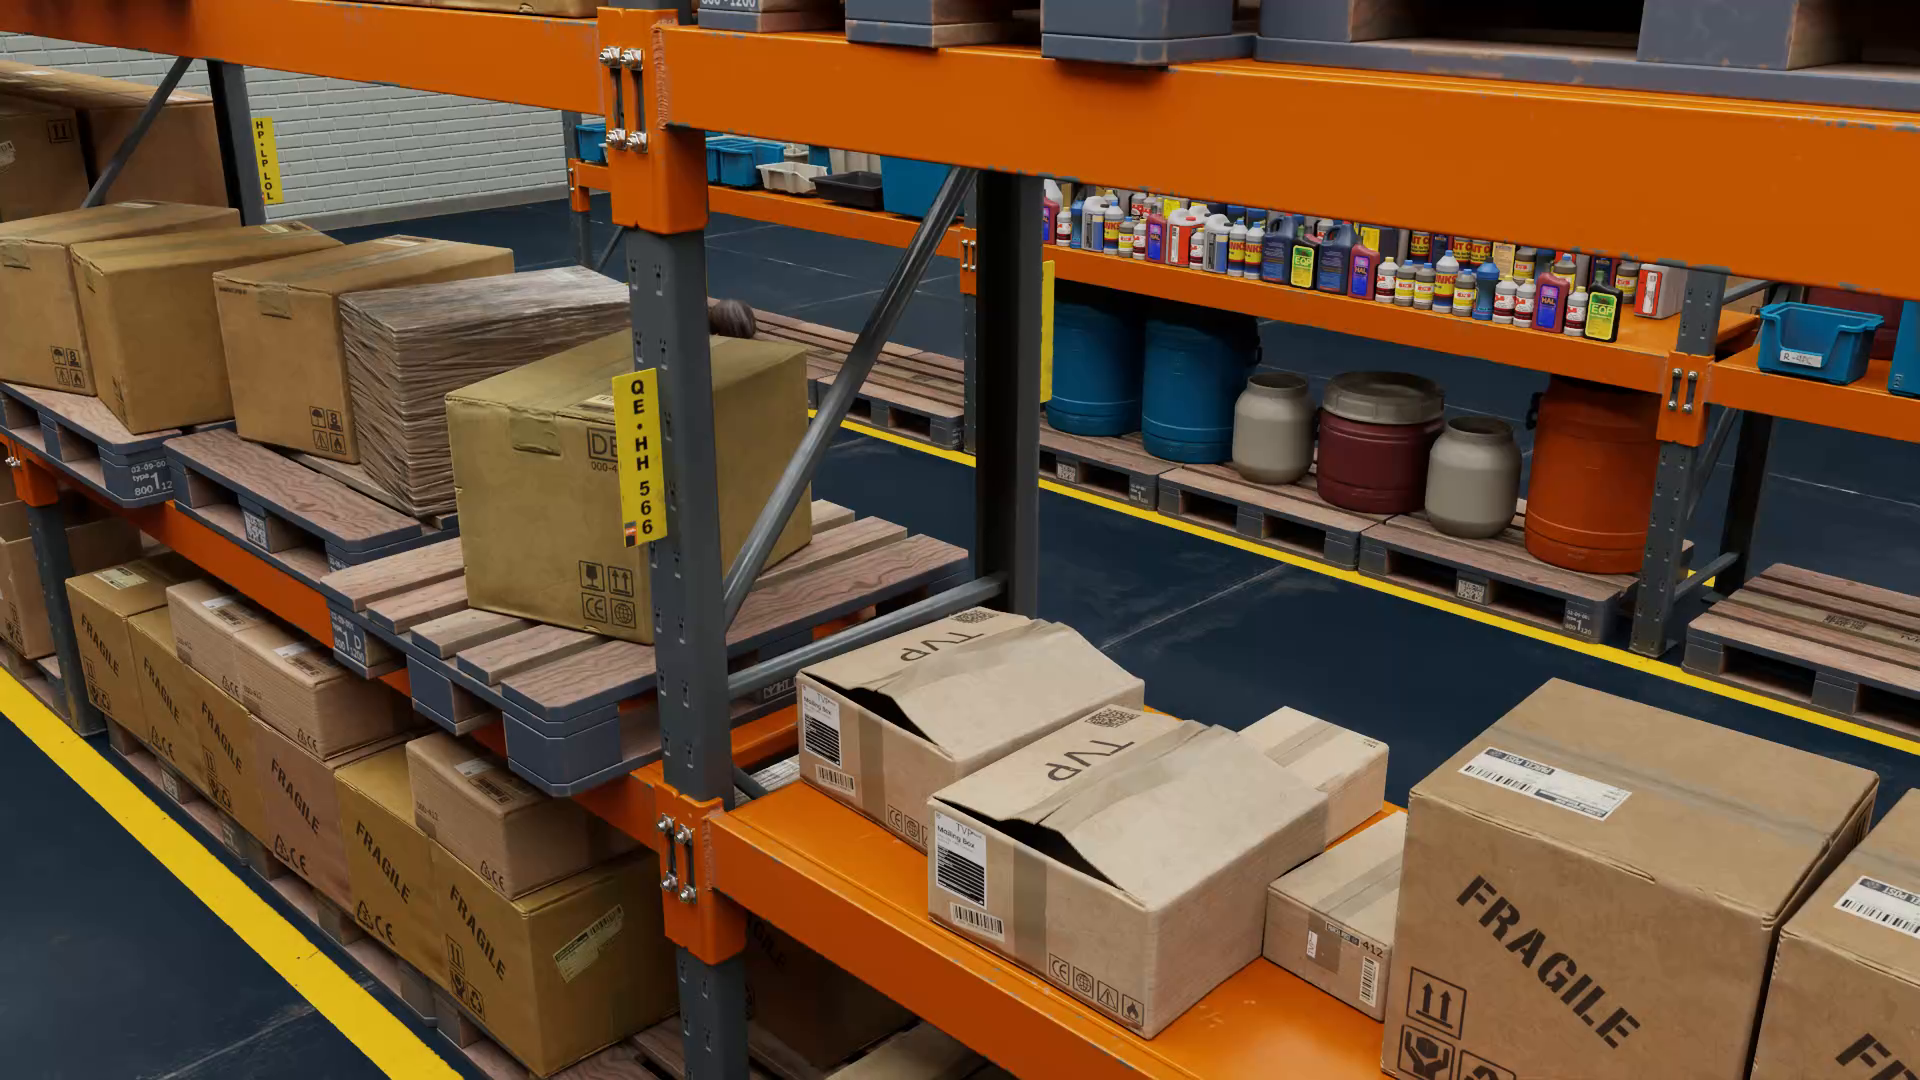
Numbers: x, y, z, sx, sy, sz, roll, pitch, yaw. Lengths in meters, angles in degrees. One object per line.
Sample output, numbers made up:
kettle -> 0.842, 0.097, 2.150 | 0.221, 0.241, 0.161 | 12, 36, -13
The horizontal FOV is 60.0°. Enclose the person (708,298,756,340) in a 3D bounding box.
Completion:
person -> -0.915, -0.154, 6.515 | 0.486, 1.641, 0.507 | 19, 28, 41
